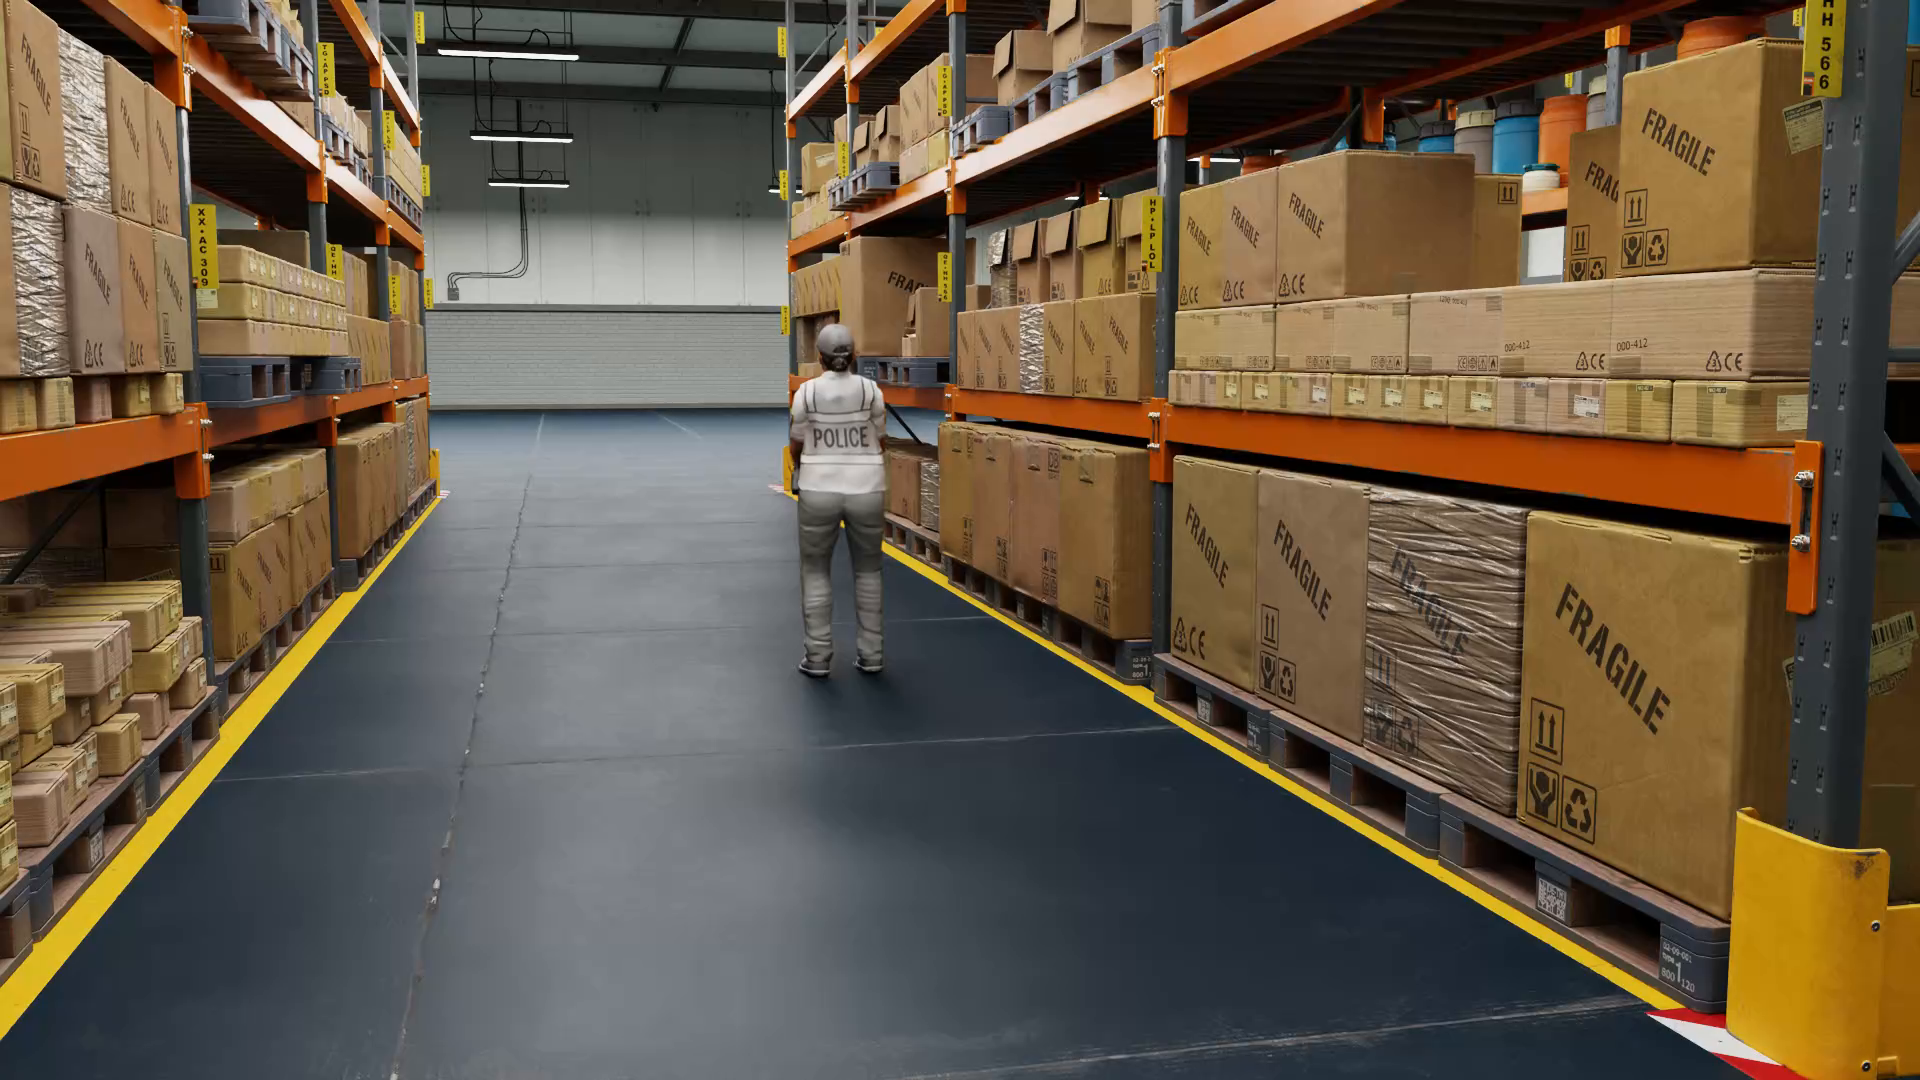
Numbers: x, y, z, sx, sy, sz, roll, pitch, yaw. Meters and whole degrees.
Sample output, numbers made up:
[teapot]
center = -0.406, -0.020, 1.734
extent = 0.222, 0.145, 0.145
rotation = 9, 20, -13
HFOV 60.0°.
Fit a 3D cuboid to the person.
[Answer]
[person]
center = -0.581, -0.194, 7.949
extent = 0.457, 1.662, 0.532
rotation = -1, 6, -9
